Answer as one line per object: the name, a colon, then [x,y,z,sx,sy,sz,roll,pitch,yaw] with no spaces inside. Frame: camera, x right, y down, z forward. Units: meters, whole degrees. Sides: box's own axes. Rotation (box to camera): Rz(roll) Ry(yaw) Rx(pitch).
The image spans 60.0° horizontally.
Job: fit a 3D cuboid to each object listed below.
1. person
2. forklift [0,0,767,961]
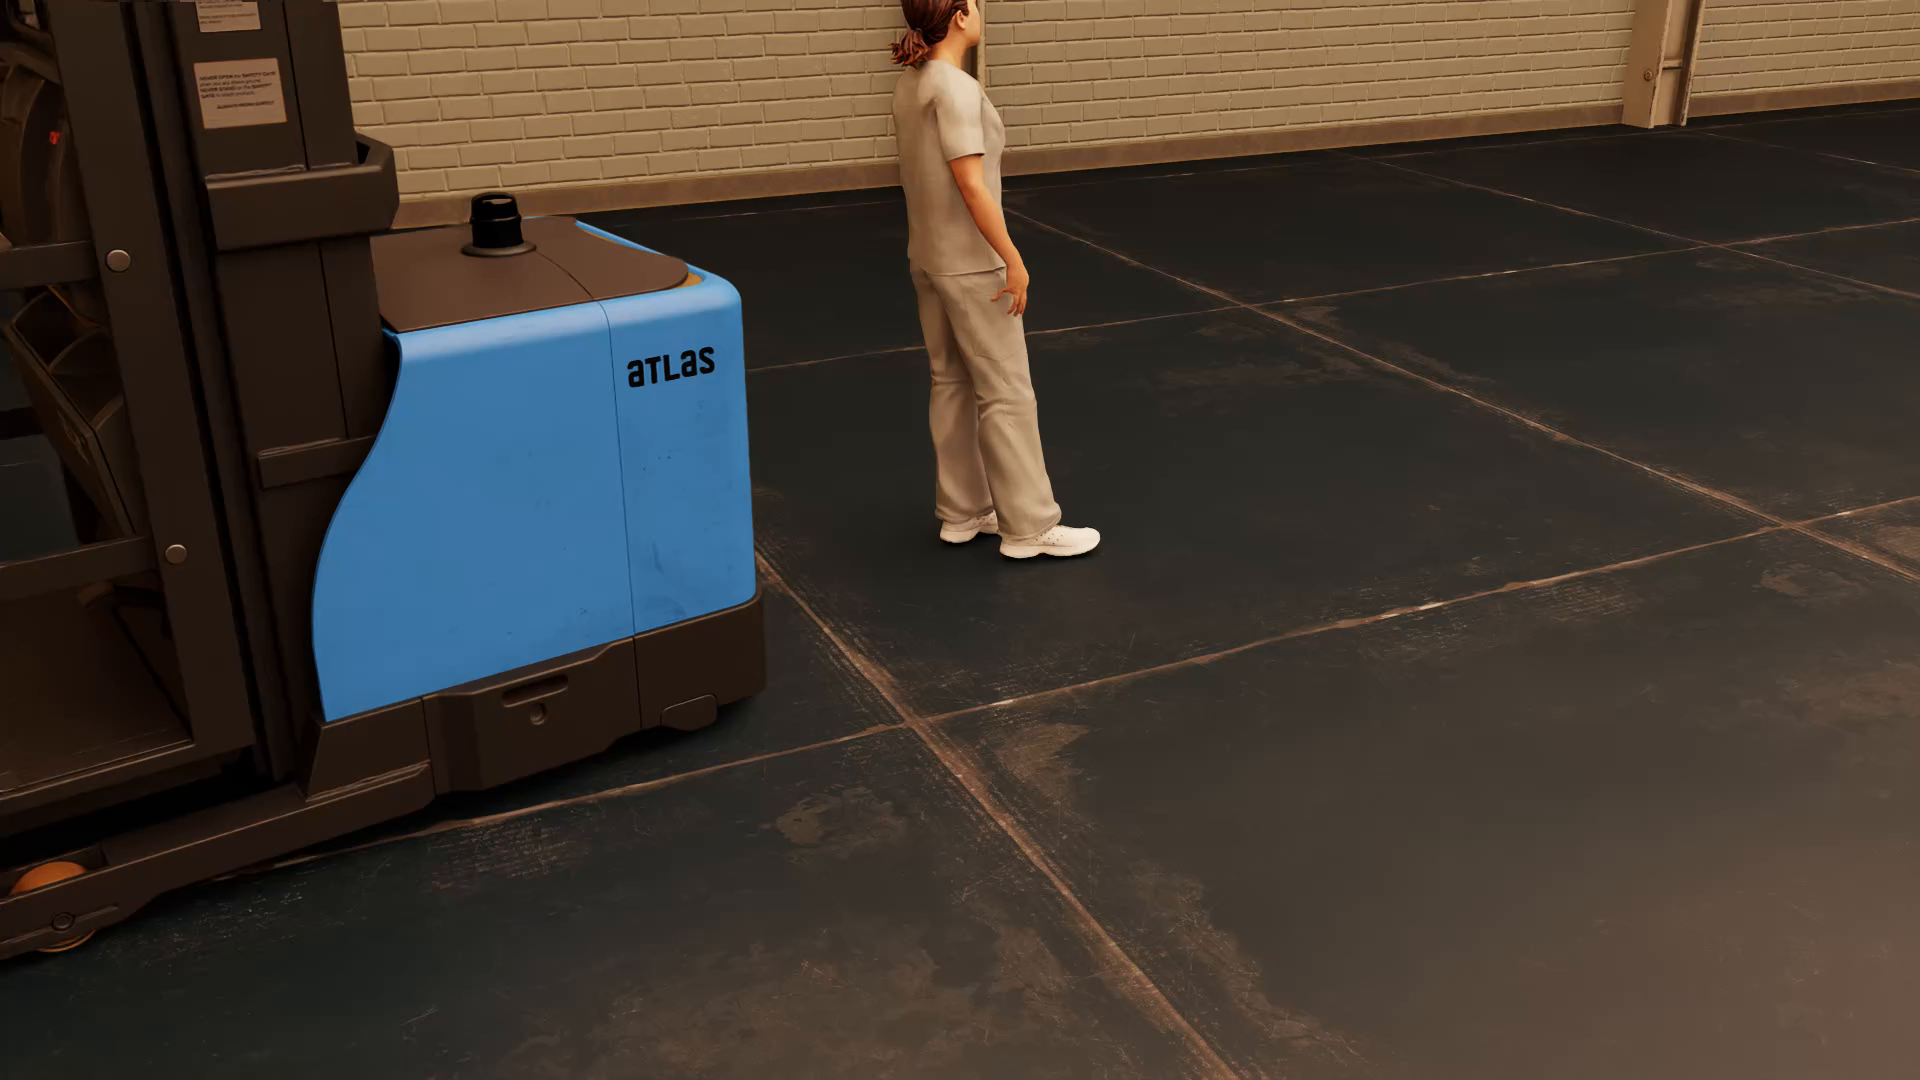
person: [0.073,-0.788,4.800,0.548,1.673,0.550,-10,25,-23]
forklift: [-1.963,-0.748,3.086,3.031,2.935,1.130,-16,27,-33]
